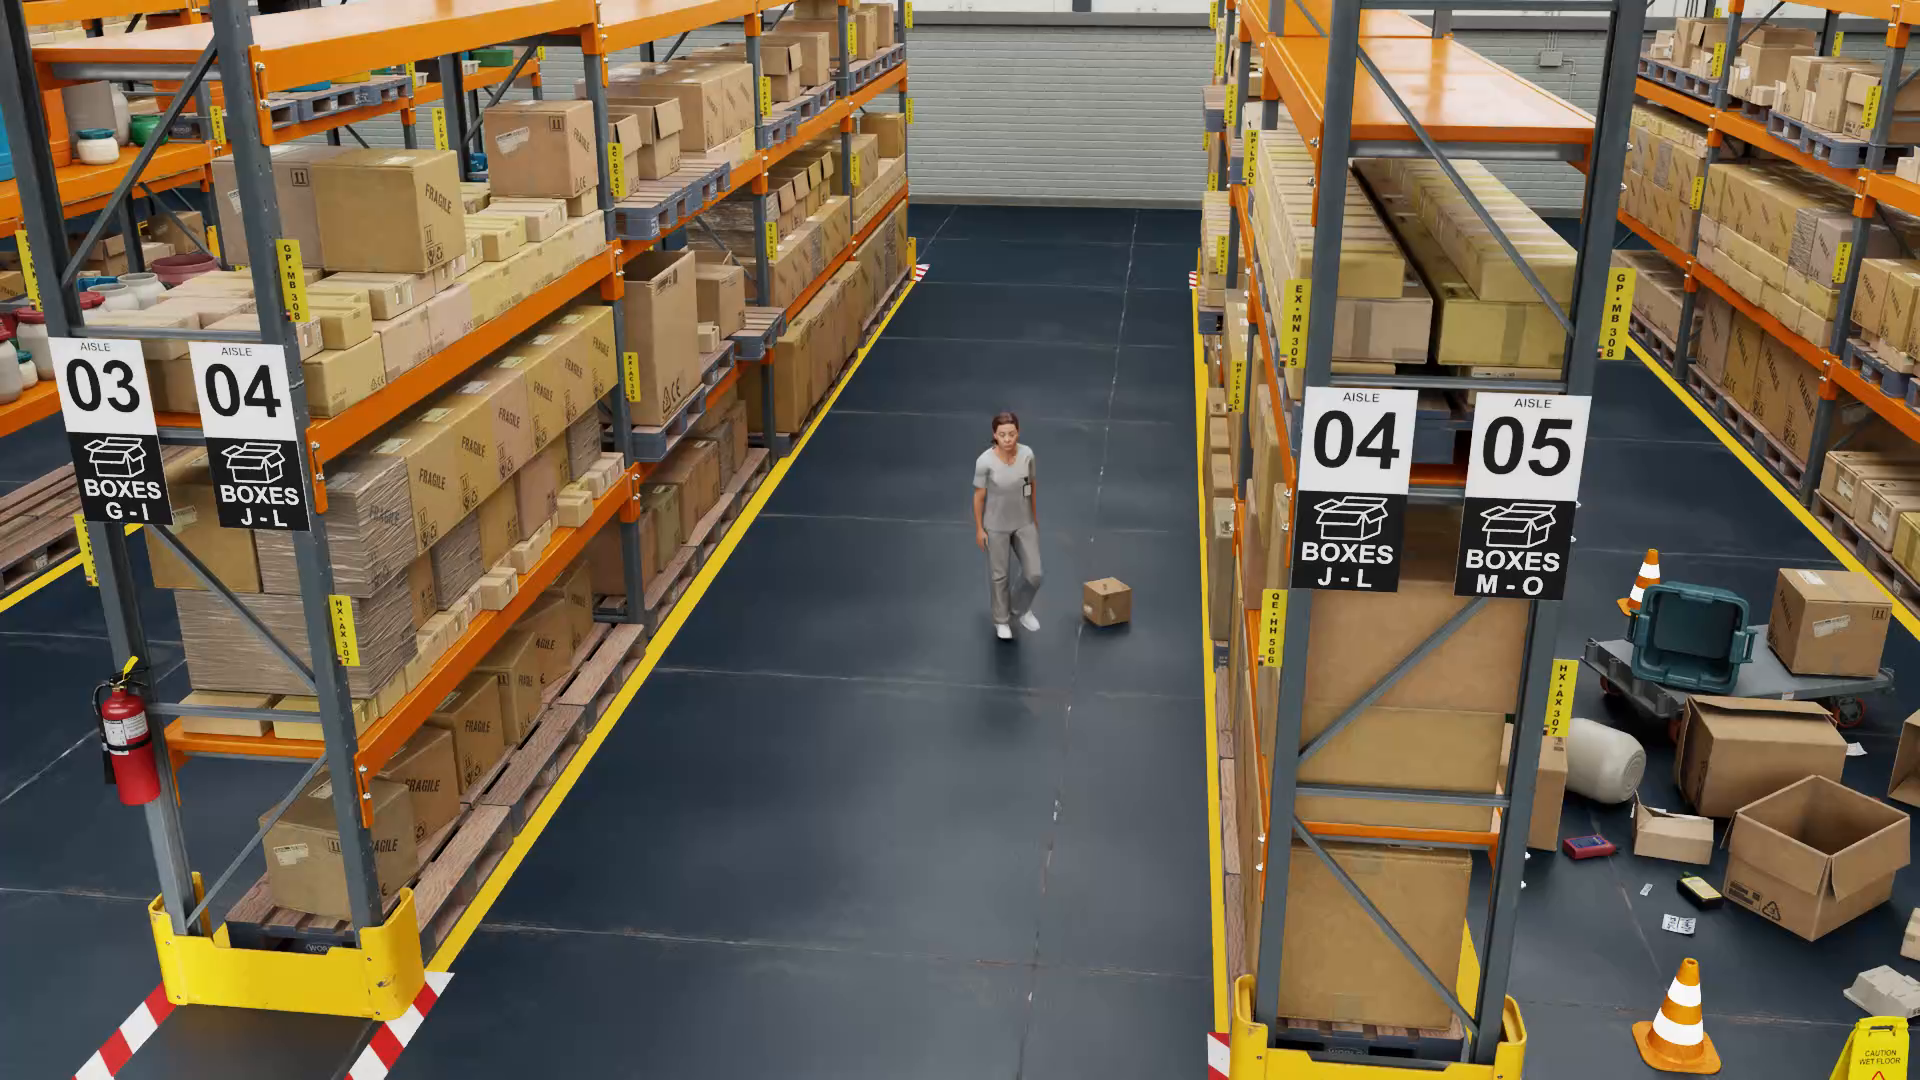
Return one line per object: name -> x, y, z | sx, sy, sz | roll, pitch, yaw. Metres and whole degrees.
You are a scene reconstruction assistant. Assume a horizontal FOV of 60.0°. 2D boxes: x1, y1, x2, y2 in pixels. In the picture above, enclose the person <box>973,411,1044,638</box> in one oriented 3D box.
person -> 0.322, -0.094, 11.291 | 0.493, 1.657, 0.479 | -5, 22, -12
